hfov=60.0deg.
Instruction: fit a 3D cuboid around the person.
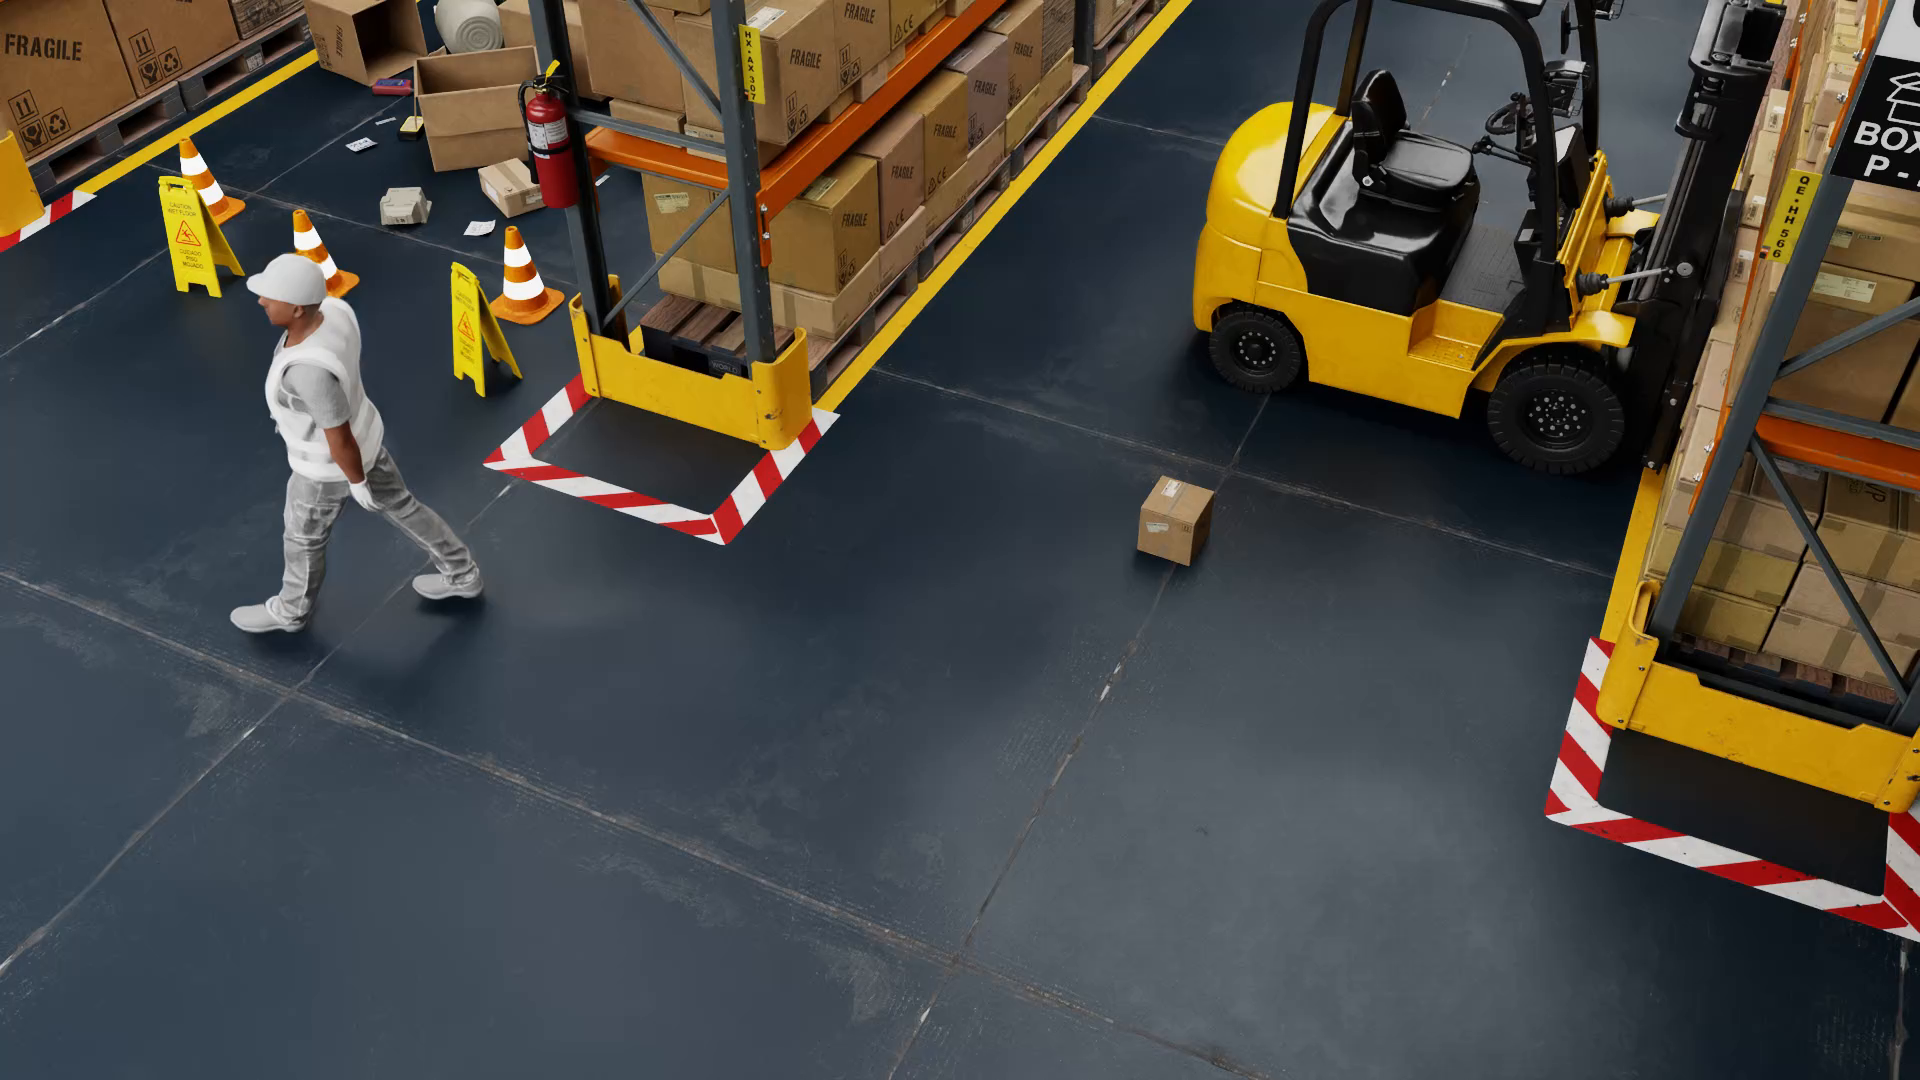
[{"bbox_3d":[-2.552,-0.374,6.550,1.017,1.729,0.557,-1,42,-1],"label":"person"}]
